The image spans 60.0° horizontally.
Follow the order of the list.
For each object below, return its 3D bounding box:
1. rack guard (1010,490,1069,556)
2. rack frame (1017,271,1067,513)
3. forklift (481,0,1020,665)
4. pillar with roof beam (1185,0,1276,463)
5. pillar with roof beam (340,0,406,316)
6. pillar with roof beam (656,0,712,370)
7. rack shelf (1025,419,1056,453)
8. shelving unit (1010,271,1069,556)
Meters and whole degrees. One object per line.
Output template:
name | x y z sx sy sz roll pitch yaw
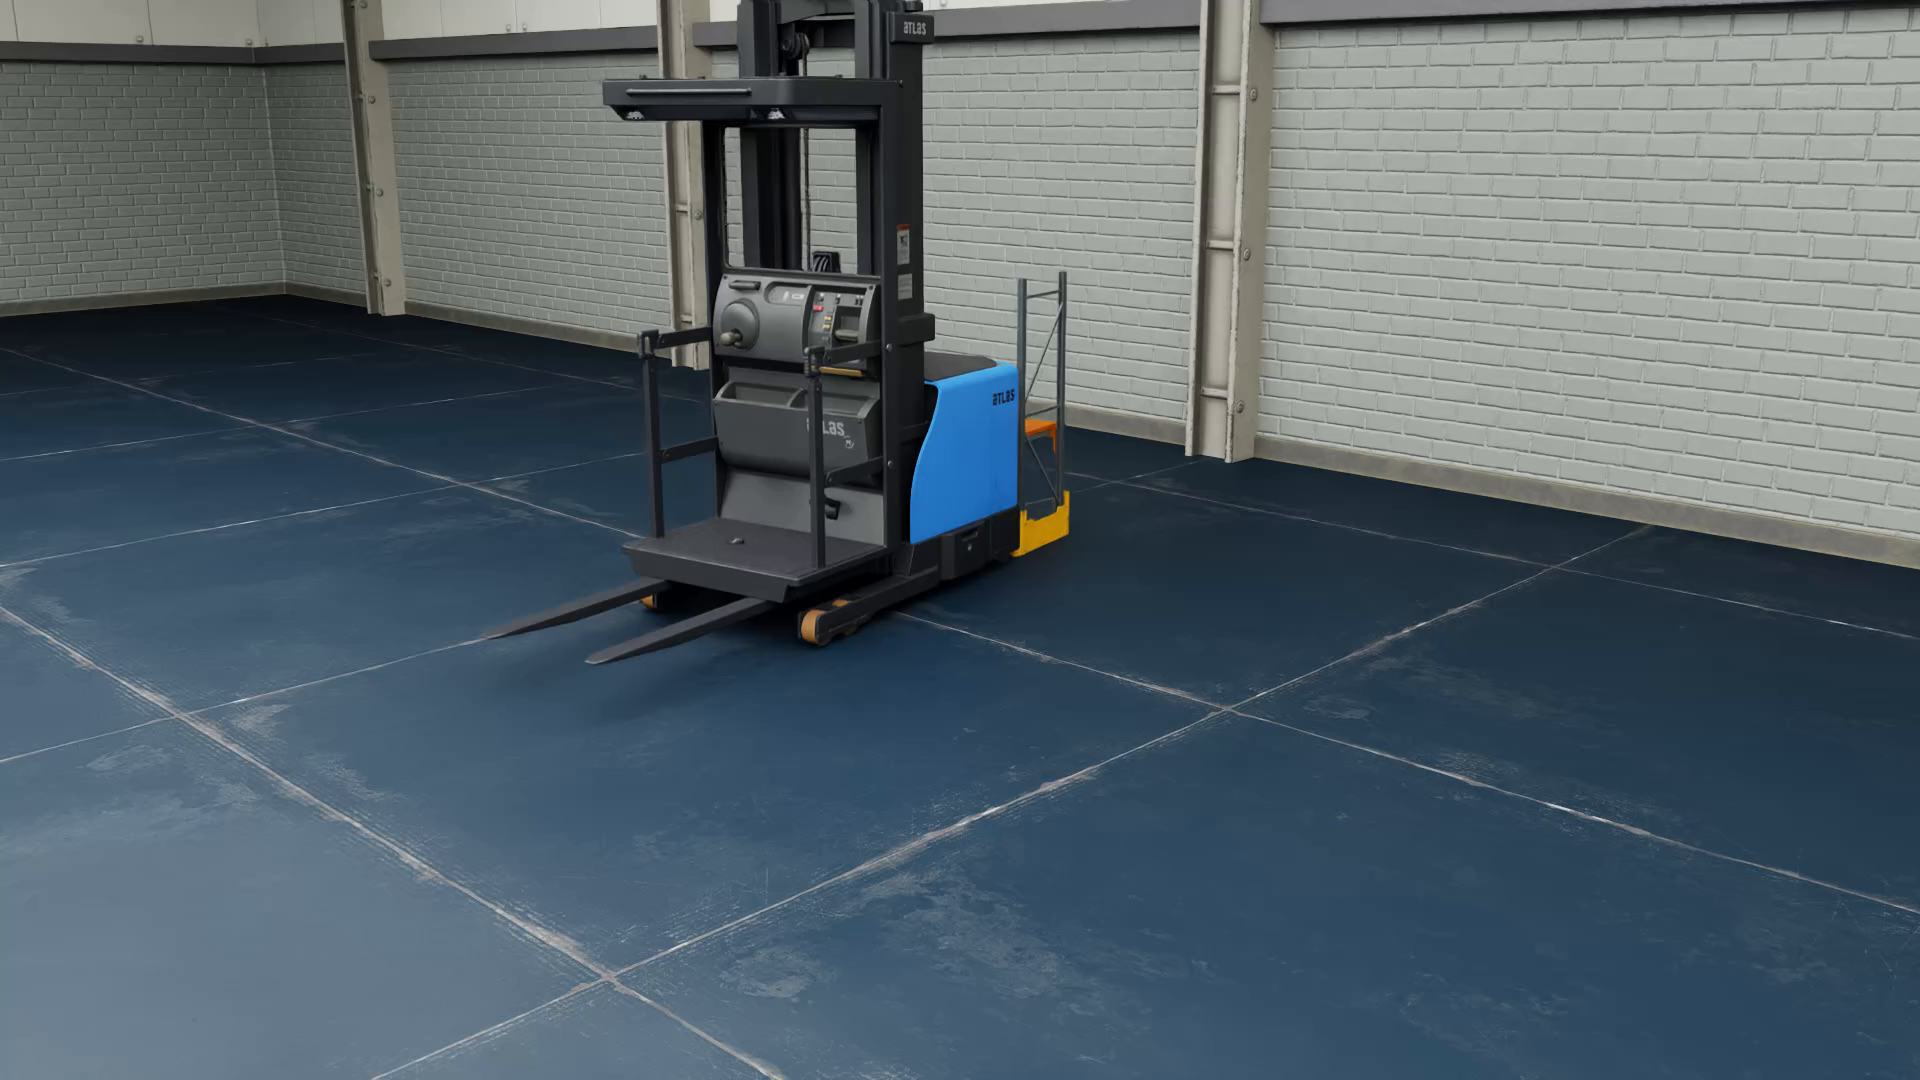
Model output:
rack guard | 0.446 -0.100 9.320 0.087 0.250 0.587 9 17 30
rack frame | 0.447 -0.705 9.162 0.032 1.500 0.500 9 17 30
forklift | -0.907 -1.072 7.732 1.130 2.935 3.031 9 17 32
pillar with roof beam | -1.154 -4.167 7.579 0.400 9.000 9.100 14 20 42
pillar with roof beam | -9.793 -6.268 15.639 0.400 9.000 9.100 14 20 42
pillar with roof beam | -5.474 -5.217 11.609 0.400 9.000 9.100 14 20 42
rack shelf | 0.013 -0.597 9.463 1.000 0.185 0.538 9 17 30
shelving unit | 0.021 -0.770 9.413 1.083 1.500 0.587 9 17 30
